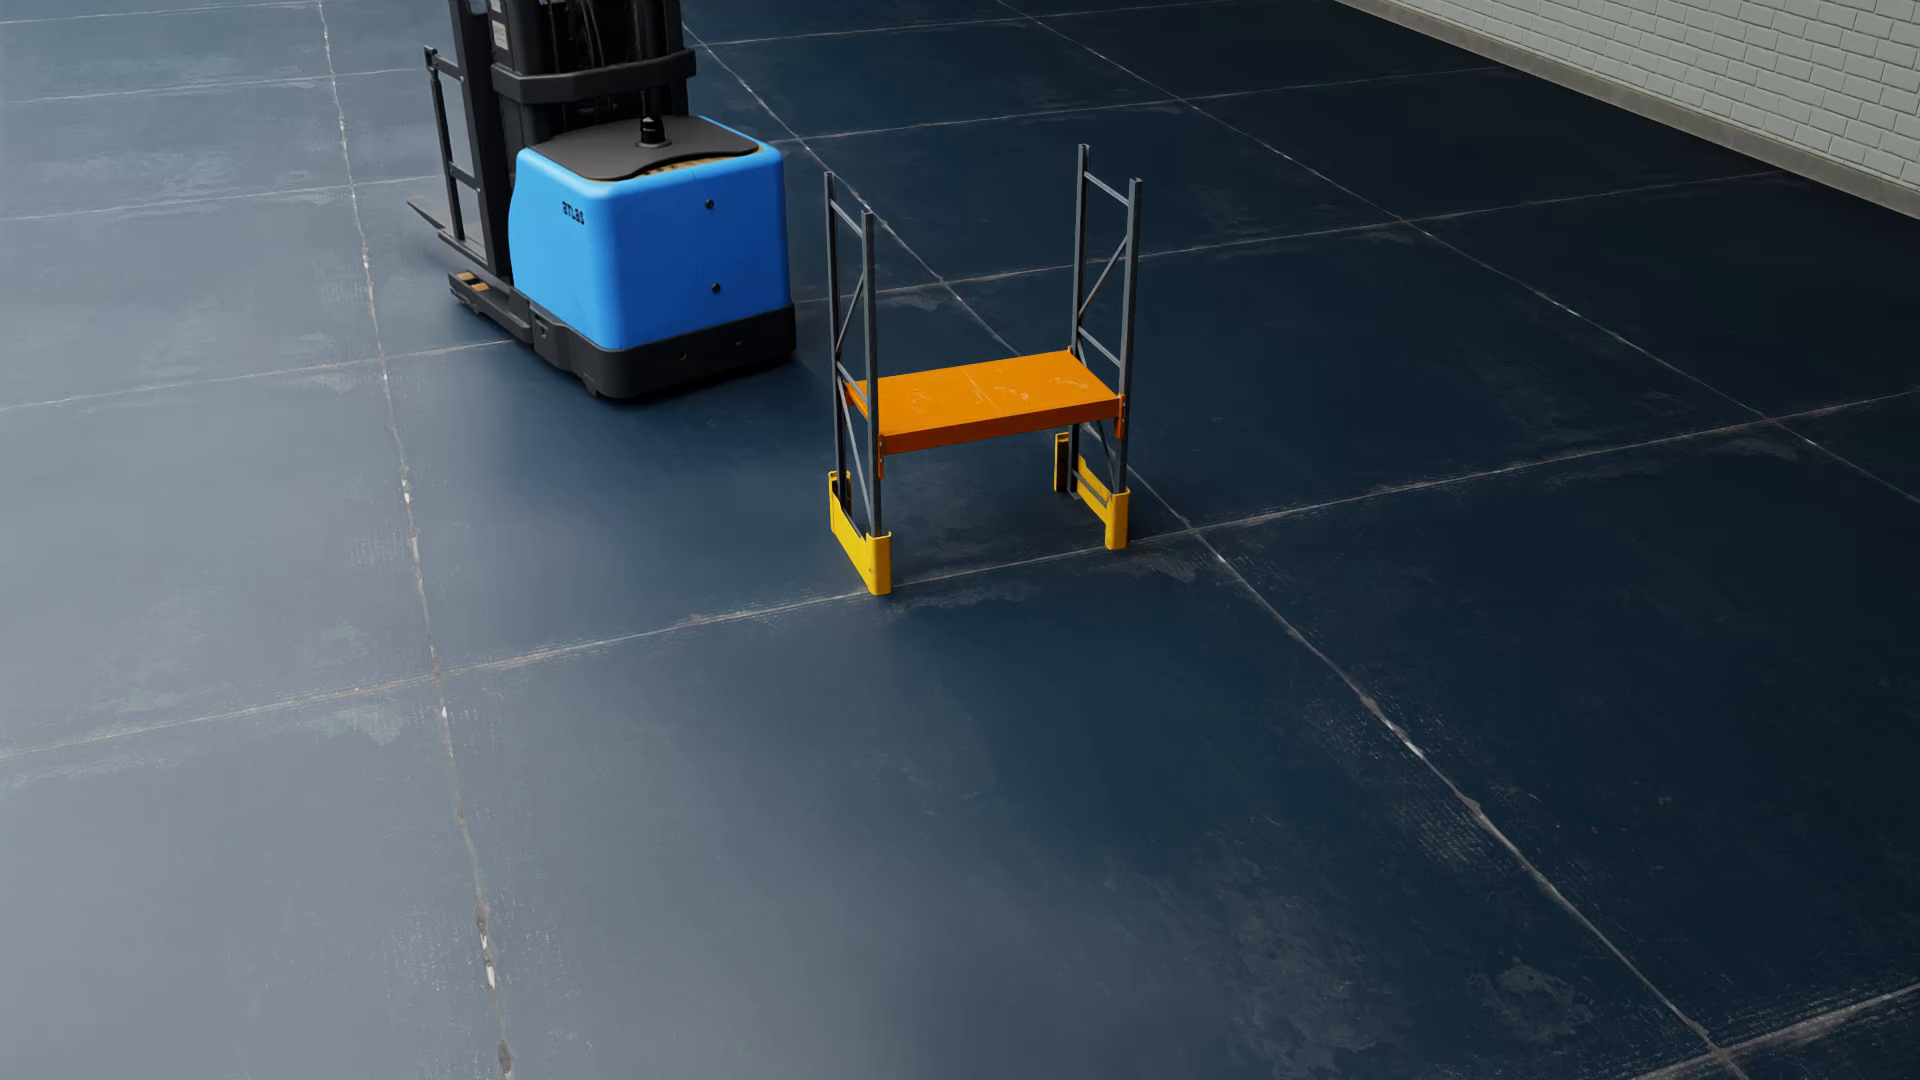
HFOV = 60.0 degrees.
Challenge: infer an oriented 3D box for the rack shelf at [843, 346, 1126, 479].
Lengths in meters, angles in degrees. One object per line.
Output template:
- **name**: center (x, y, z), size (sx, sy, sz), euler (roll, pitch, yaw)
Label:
- **rack shelf**: center (0.080, -0.510, 6.494), size (1.000, 0.185, 0.538), euler (-10, 31, -18)

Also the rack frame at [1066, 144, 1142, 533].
- **rack frame**: center (0.556, -0.754, 6.559), size (0.032, 1.500, 0.500), euler (-10, 31, -18)

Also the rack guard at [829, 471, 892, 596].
- **rack guard**: center (-0.395, -0.036, 6.560), size (0.087, 0.250, 0.587), euler (-10, 31, -18)

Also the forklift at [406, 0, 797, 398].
- **forklift**: center (-2.102, -2.605, 8.361), size (1.130, 2.935, 3.031), euler (-20, 36, -32)

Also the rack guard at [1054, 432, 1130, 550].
- **rack guard**: center (0.538, -0.208, 6.862), size (0.087, 0.250, 0.587), euler (-10, 31, -18)

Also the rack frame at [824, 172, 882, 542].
- **rack frame**: center (-0.396, -0.579, 6.251), size (0.032, 1.500, 0.500), euler (-10, 31, -18)

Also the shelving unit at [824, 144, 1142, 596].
- **shelving unit**: center (0.071, -0.665, 6.402), size (1.083, 1.500, 0.587), euler (-10, 31, -18)
